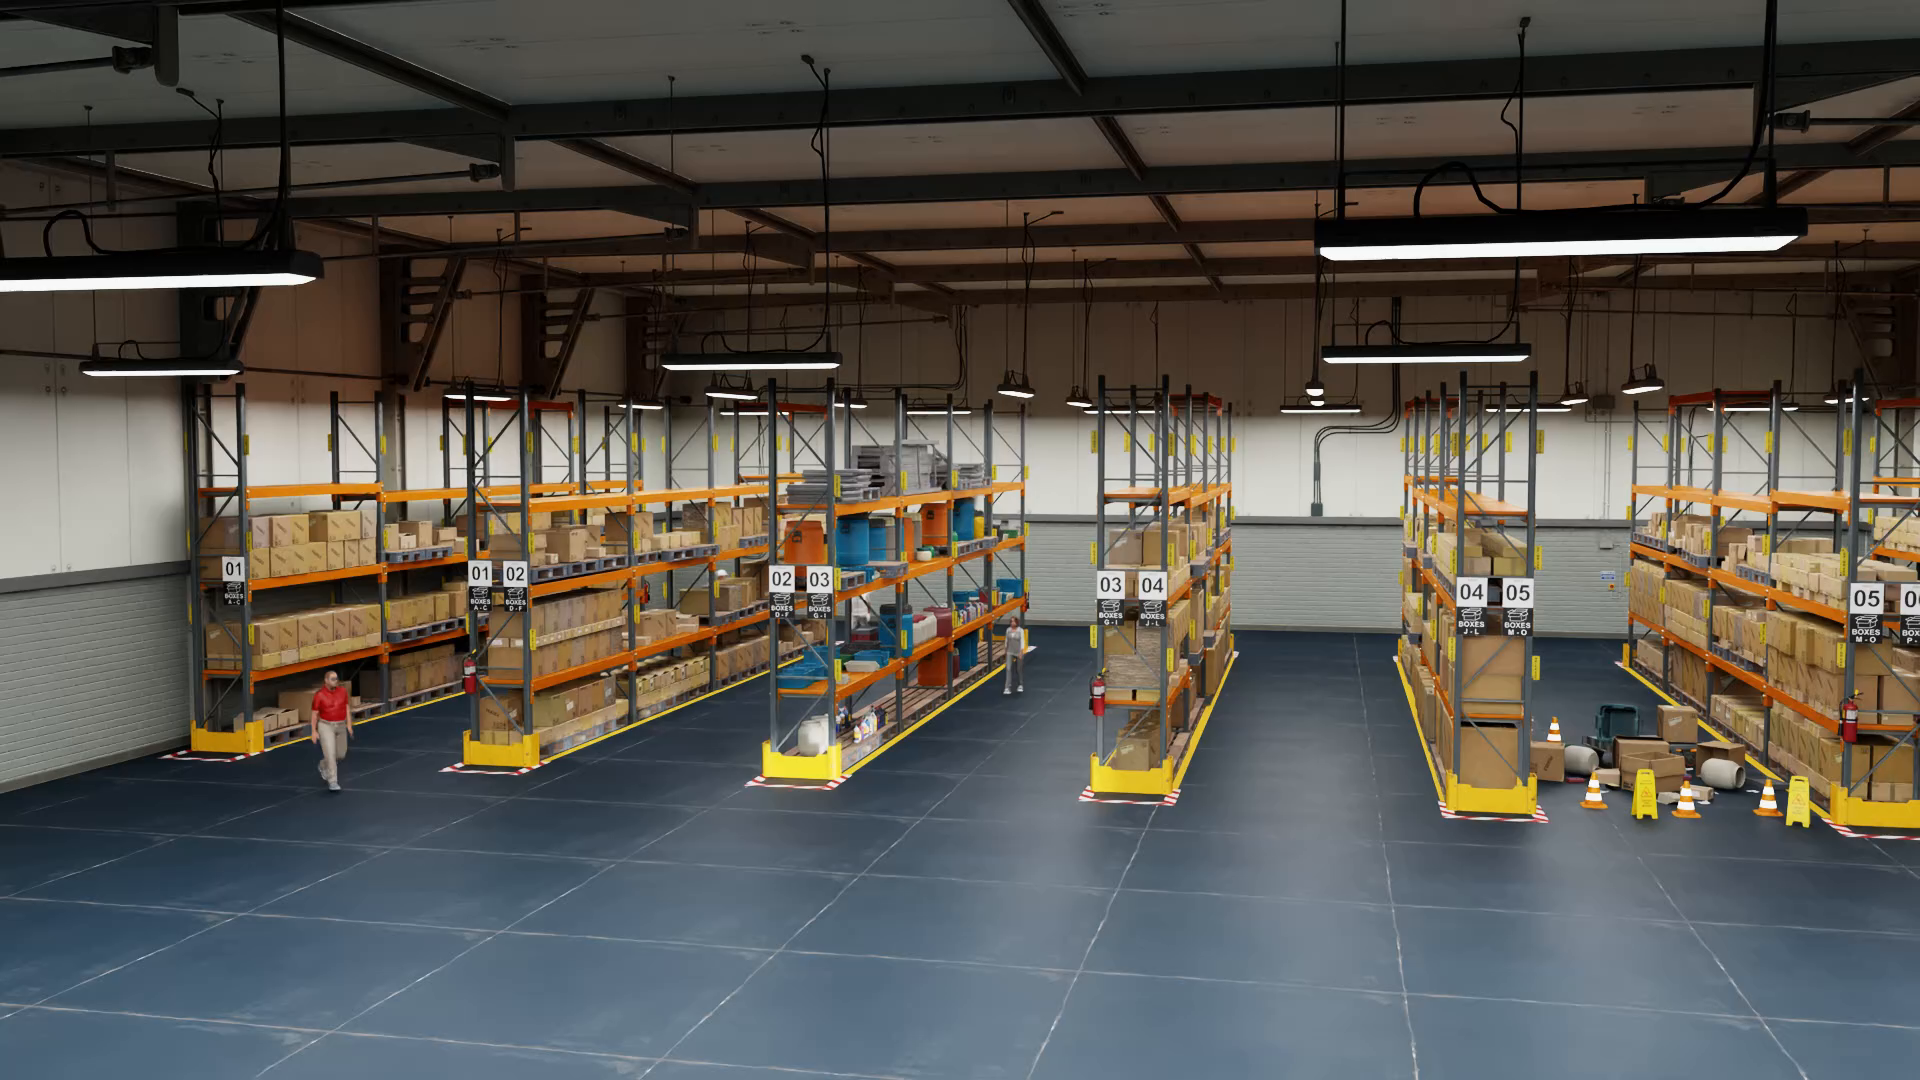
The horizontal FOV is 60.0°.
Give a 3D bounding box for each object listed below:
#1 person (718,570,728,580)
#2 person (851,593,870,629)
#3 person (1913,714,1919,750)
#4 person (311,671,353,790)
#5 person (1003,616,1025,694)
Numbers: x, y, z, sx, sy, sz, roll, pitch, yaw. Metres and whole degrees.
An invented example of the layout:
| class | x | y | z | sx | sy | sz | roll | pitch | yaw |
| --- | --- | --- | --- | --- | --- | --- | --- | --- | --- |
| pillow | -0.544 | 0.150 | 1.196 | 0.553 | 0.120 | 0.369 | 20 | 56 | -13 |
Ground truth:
| class | x | y | z | sx | sy | sz | roll | pitch | yaw |
| --- | --- | --- | --- | --- | --- | --- | --- | --- | --- |
| person | -6.220 | 1.654 | 42.877 | 0.683 | 1.769 | 0.556 | 0 | 3 | -4 |
| person | -2.456 | 1.820 | 40.088 | 0.618 | 1.711 | 1.087 | 1 | 3 | 9 |
| person | 14.762 | 2.776 | 25.202 | 0.639 | 1.579 | 0.820 | 1 | 3 | 14 |
| person | -9.197 | 2.751 | 24.327 | 0.911 | 1.692 | 0.591 | 3 | 4 | 40 |
| person | 1.089 | 2.298 | 33.319 | 0.435 | 1.552 | 0.914 | 1 | 3 | 14 |
